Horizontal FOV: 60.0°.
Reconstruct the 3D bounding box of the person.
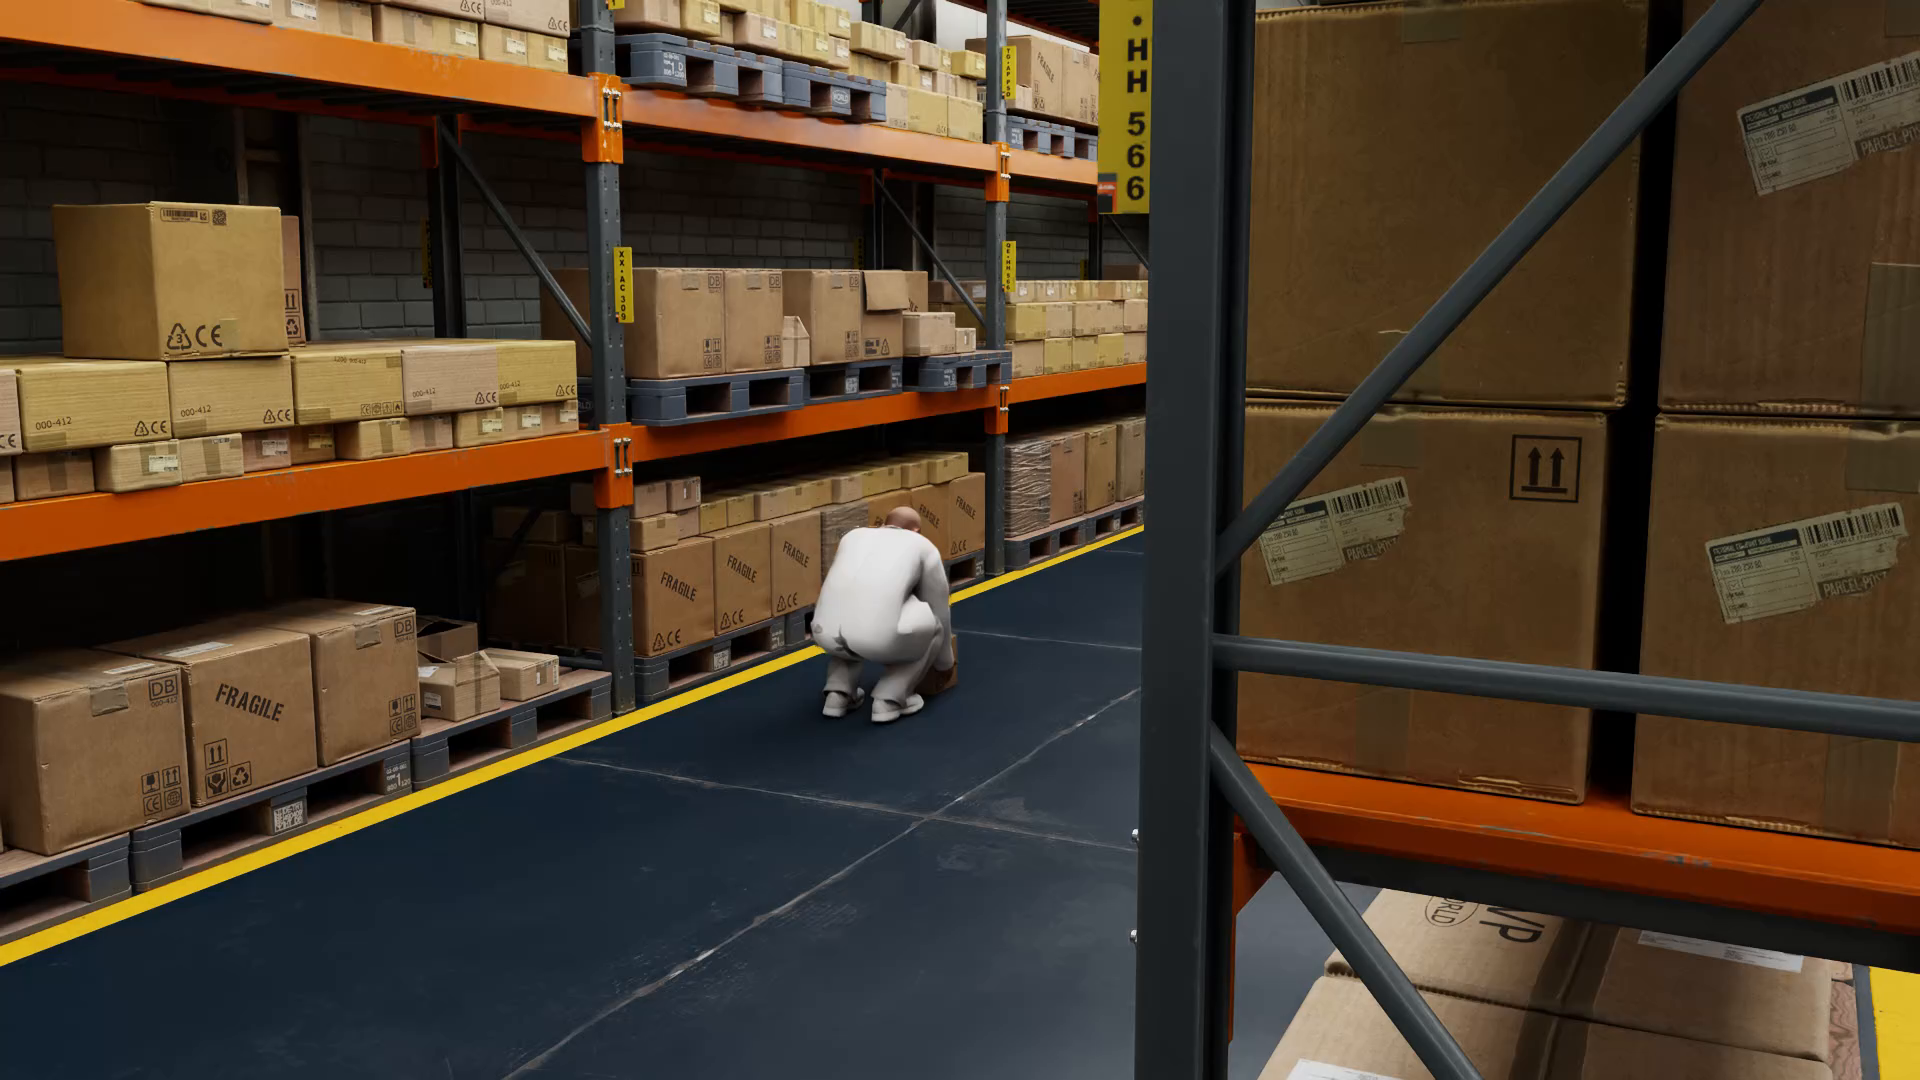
[{"bbox_3d":[-0.355,0.329,7.680,0.601,0.894,0.911,4,10,25],"label":"person"}]
